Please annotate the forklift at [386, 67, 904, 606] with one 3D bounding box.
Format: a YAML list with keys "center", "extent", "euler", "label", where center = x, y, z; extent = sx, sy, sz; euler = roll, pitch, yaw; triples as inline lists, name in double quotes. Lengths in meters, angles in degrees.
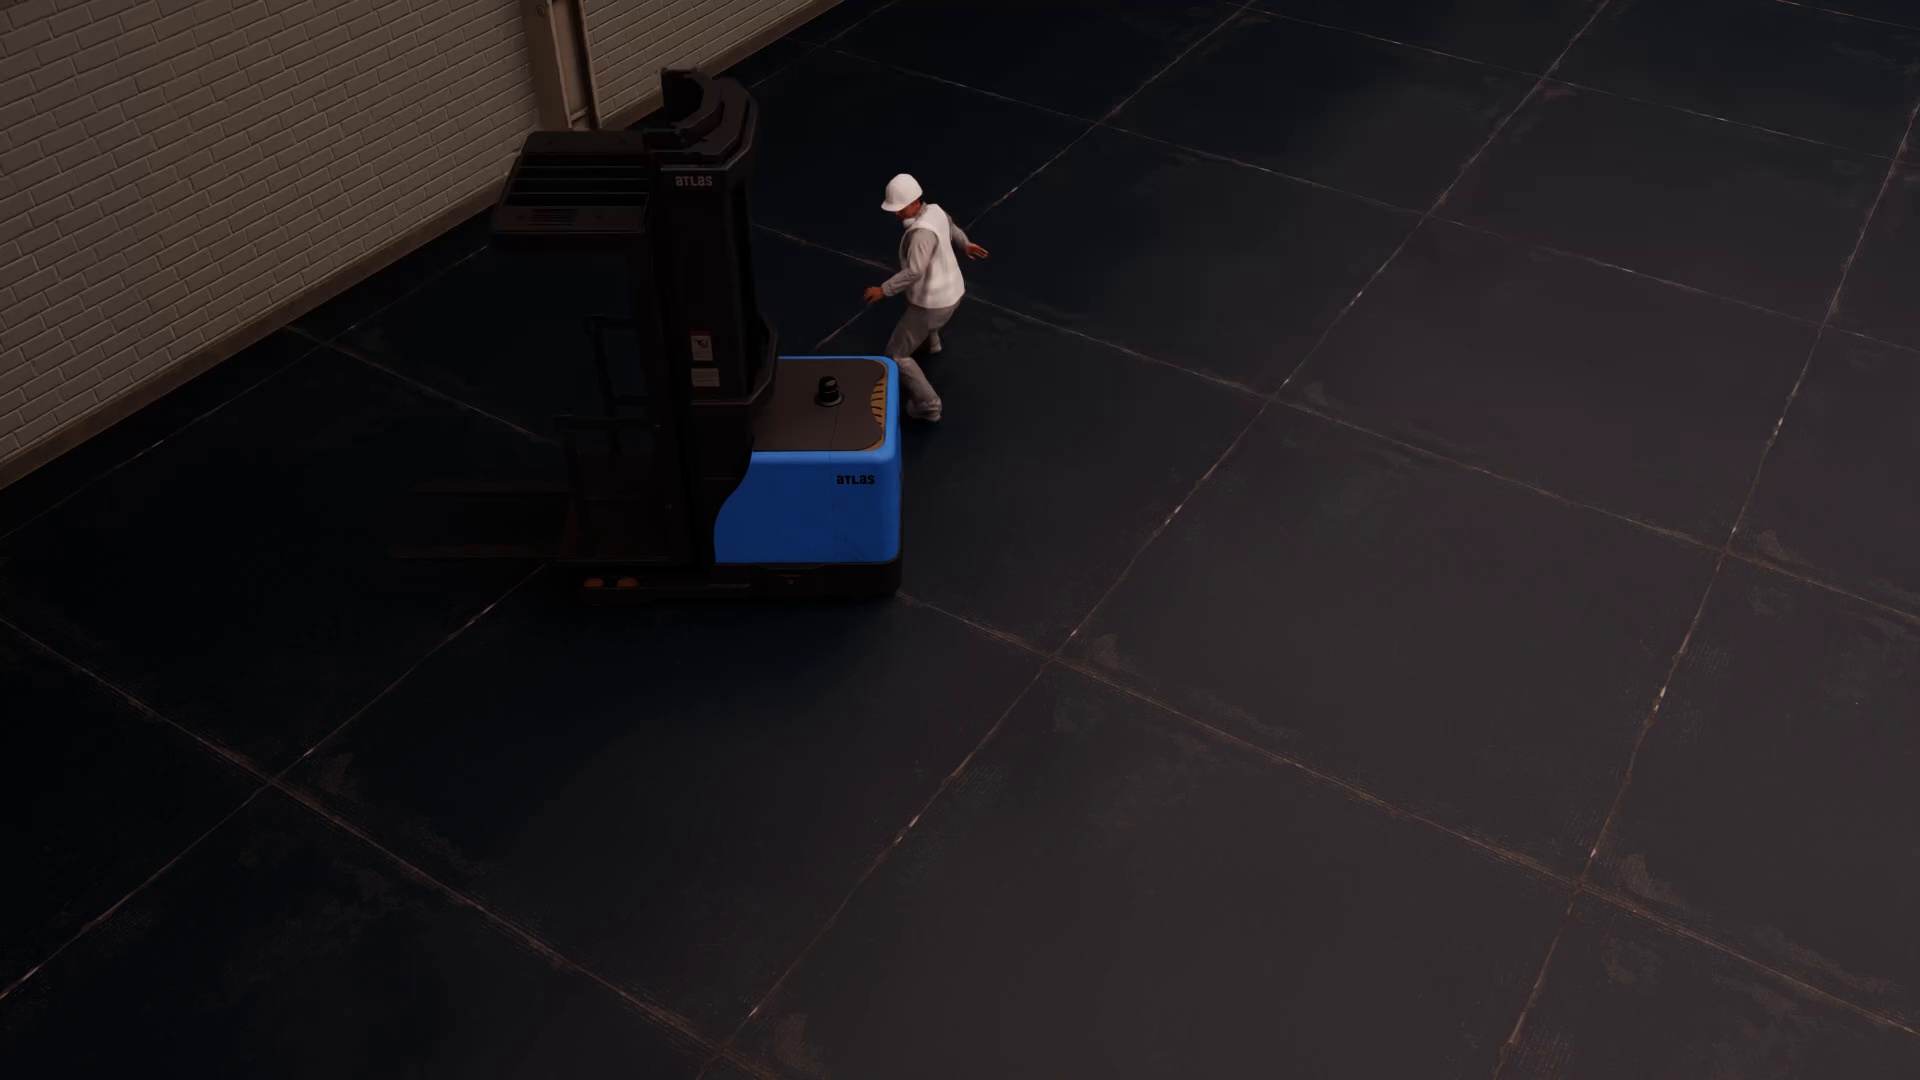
- center: [-1.864, -1.077, 9.238]
  extent: [3.031, 2.935, 1.130]
  euler: [0, 40, 0]
  label: "forklift"

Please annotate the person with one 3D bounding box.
- center: [-0.224, -1.640, 11.013]
  extent: [0.563, 1.730, 1.067]
  euler: [12, 42, 13]
  label: "person"
